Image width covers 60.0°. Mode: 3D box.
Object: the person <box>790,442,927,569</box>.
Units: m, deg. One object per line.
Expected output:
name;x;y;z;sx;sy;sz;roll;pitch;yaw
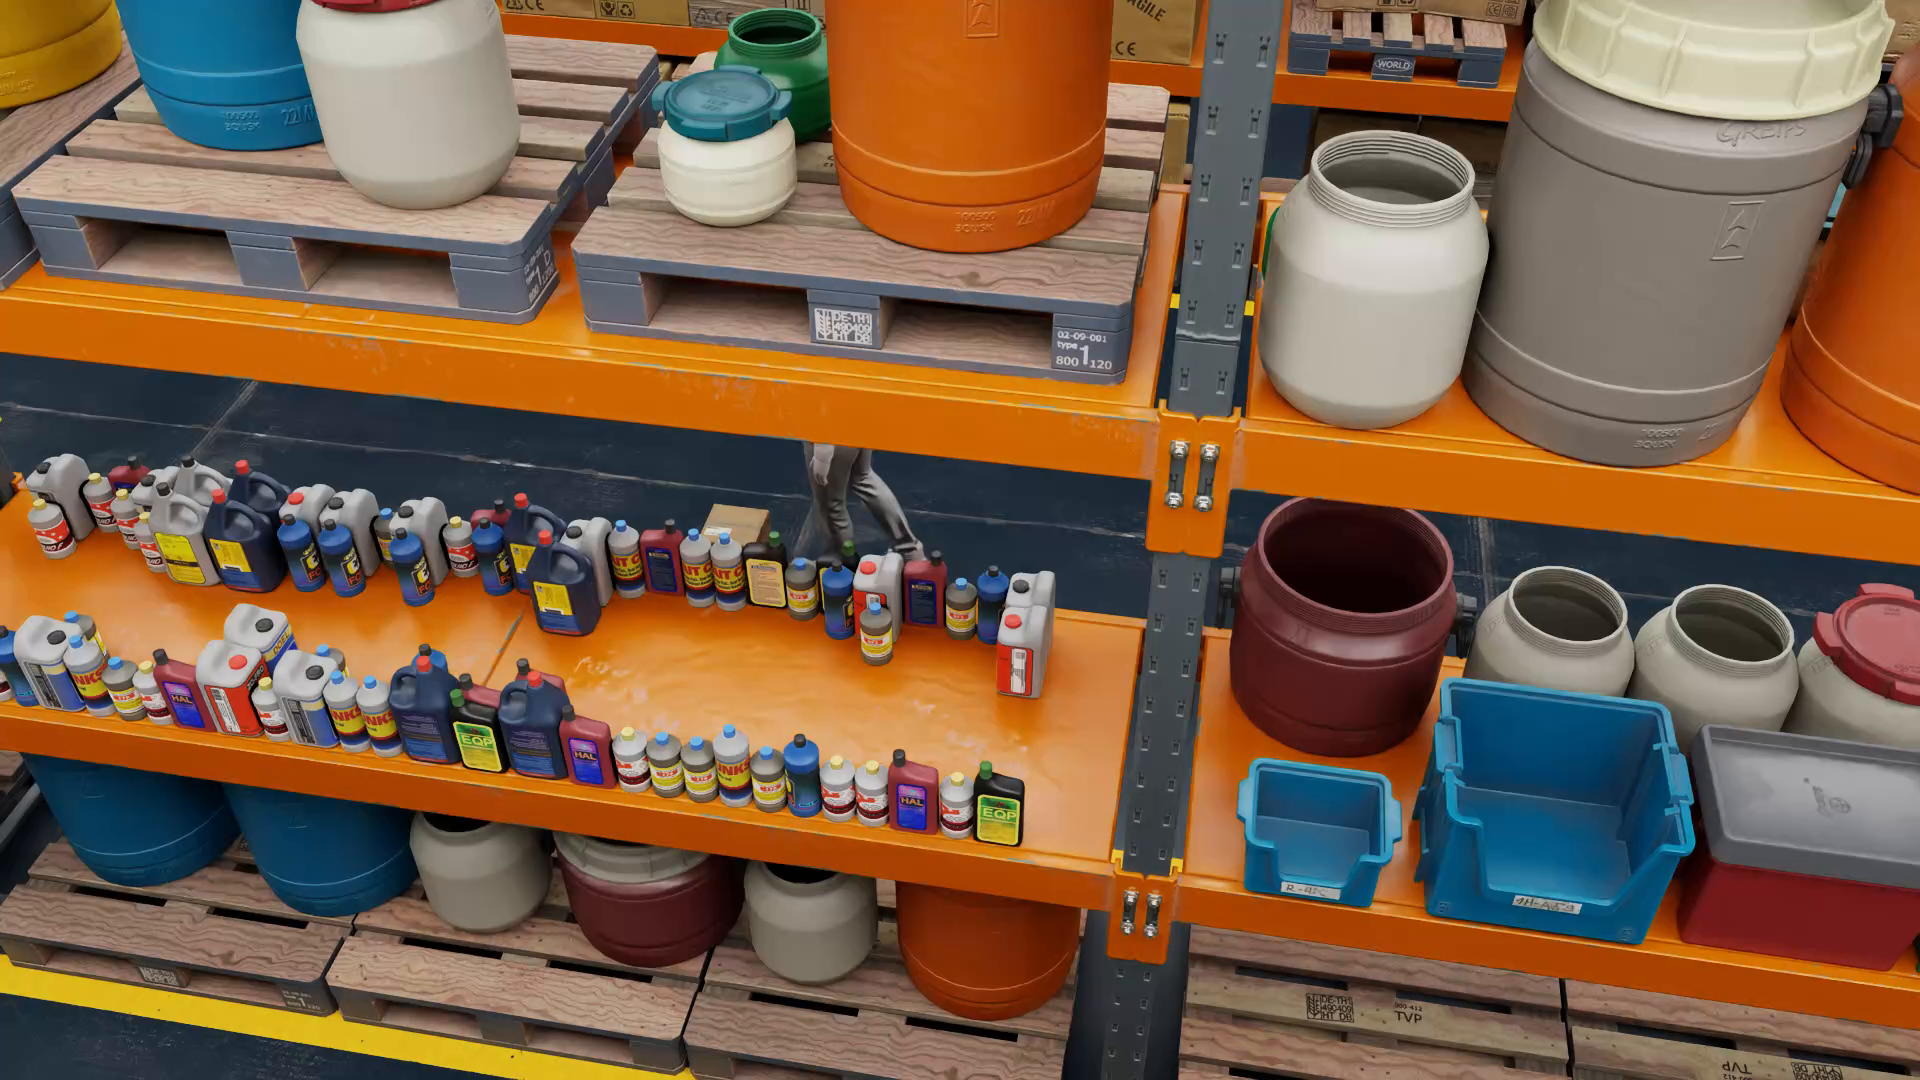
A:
person;-0.446;-0.454;6.653;0.597;1.668;0.500;16;43;17
